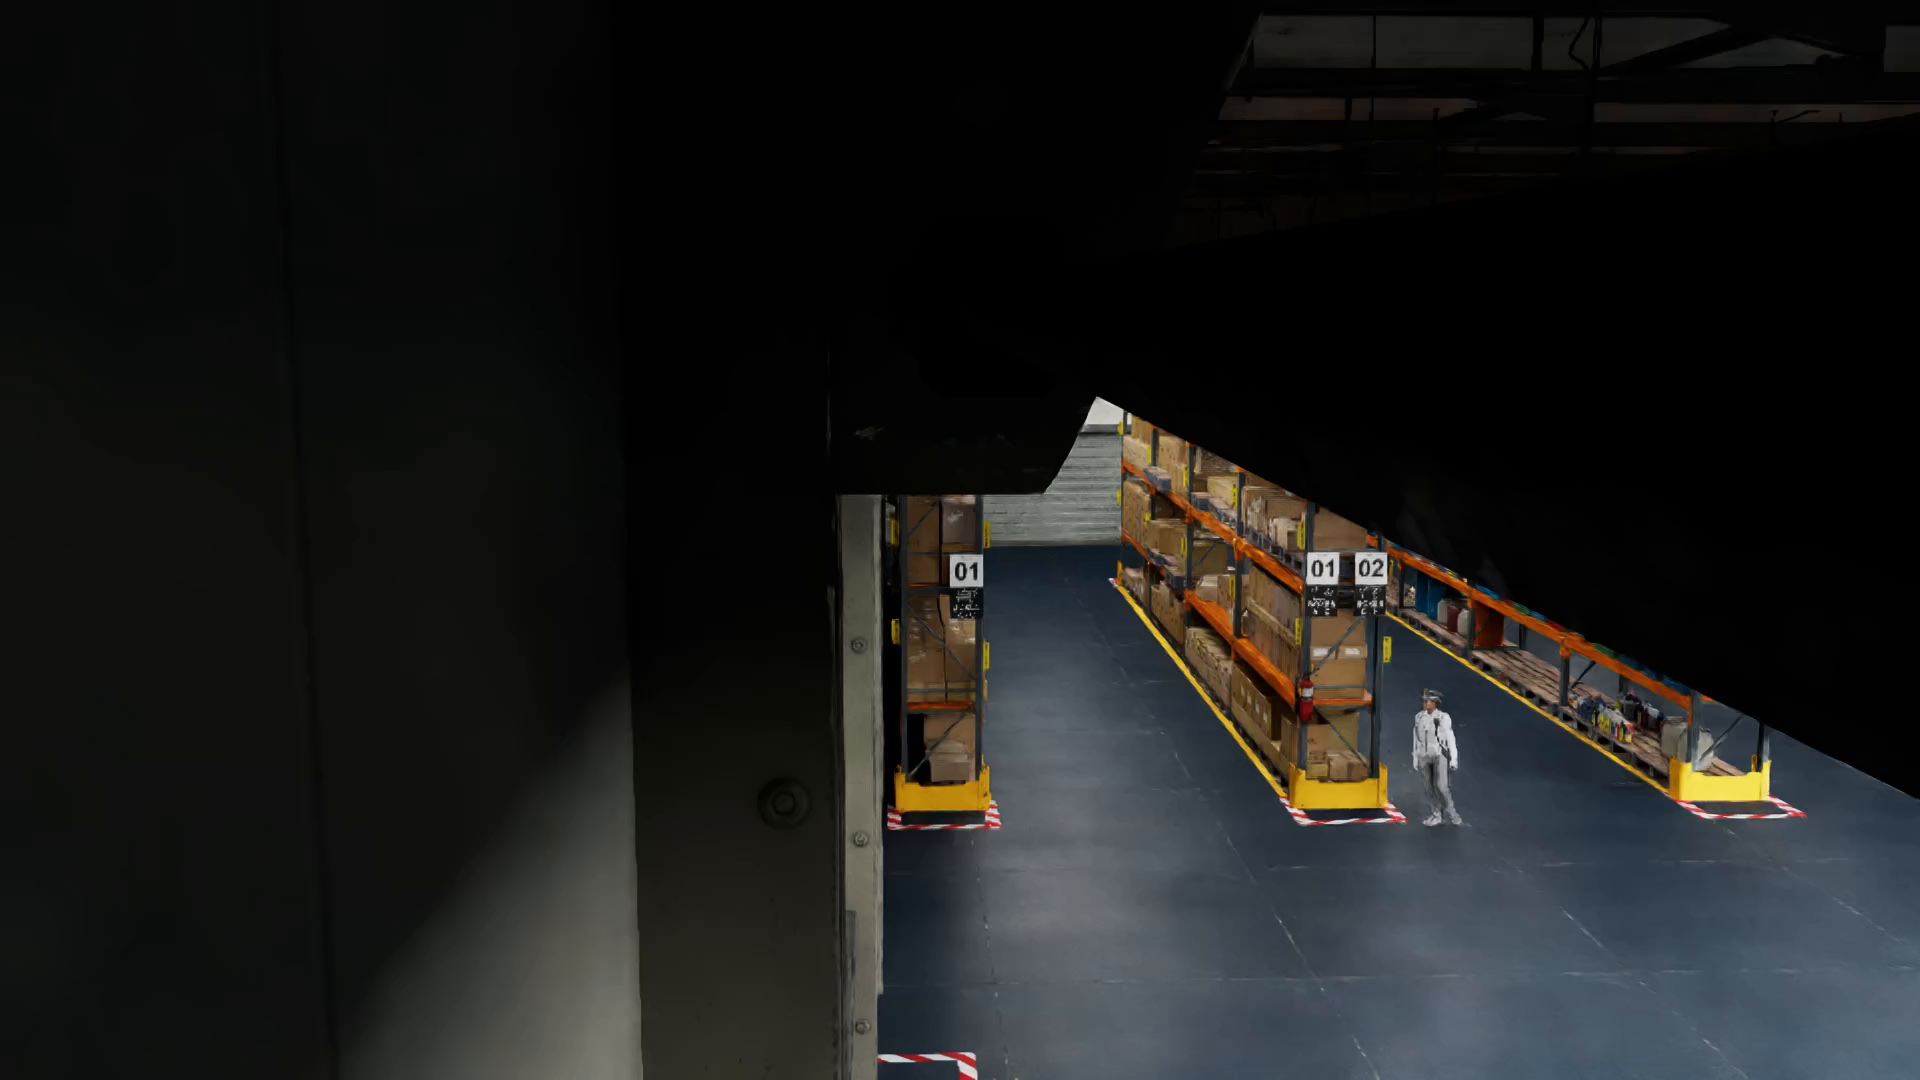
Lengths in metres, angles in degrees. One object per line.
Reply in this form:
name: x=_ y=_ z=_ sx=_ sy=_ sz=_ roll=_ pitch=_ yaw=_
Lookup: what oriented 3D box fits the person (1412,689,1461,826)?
person: x=5.707 y=2.590 z=19.871 sx=0.605 sy=1.667 sz=0.451 roll=7 pitch=11 yaw=40
